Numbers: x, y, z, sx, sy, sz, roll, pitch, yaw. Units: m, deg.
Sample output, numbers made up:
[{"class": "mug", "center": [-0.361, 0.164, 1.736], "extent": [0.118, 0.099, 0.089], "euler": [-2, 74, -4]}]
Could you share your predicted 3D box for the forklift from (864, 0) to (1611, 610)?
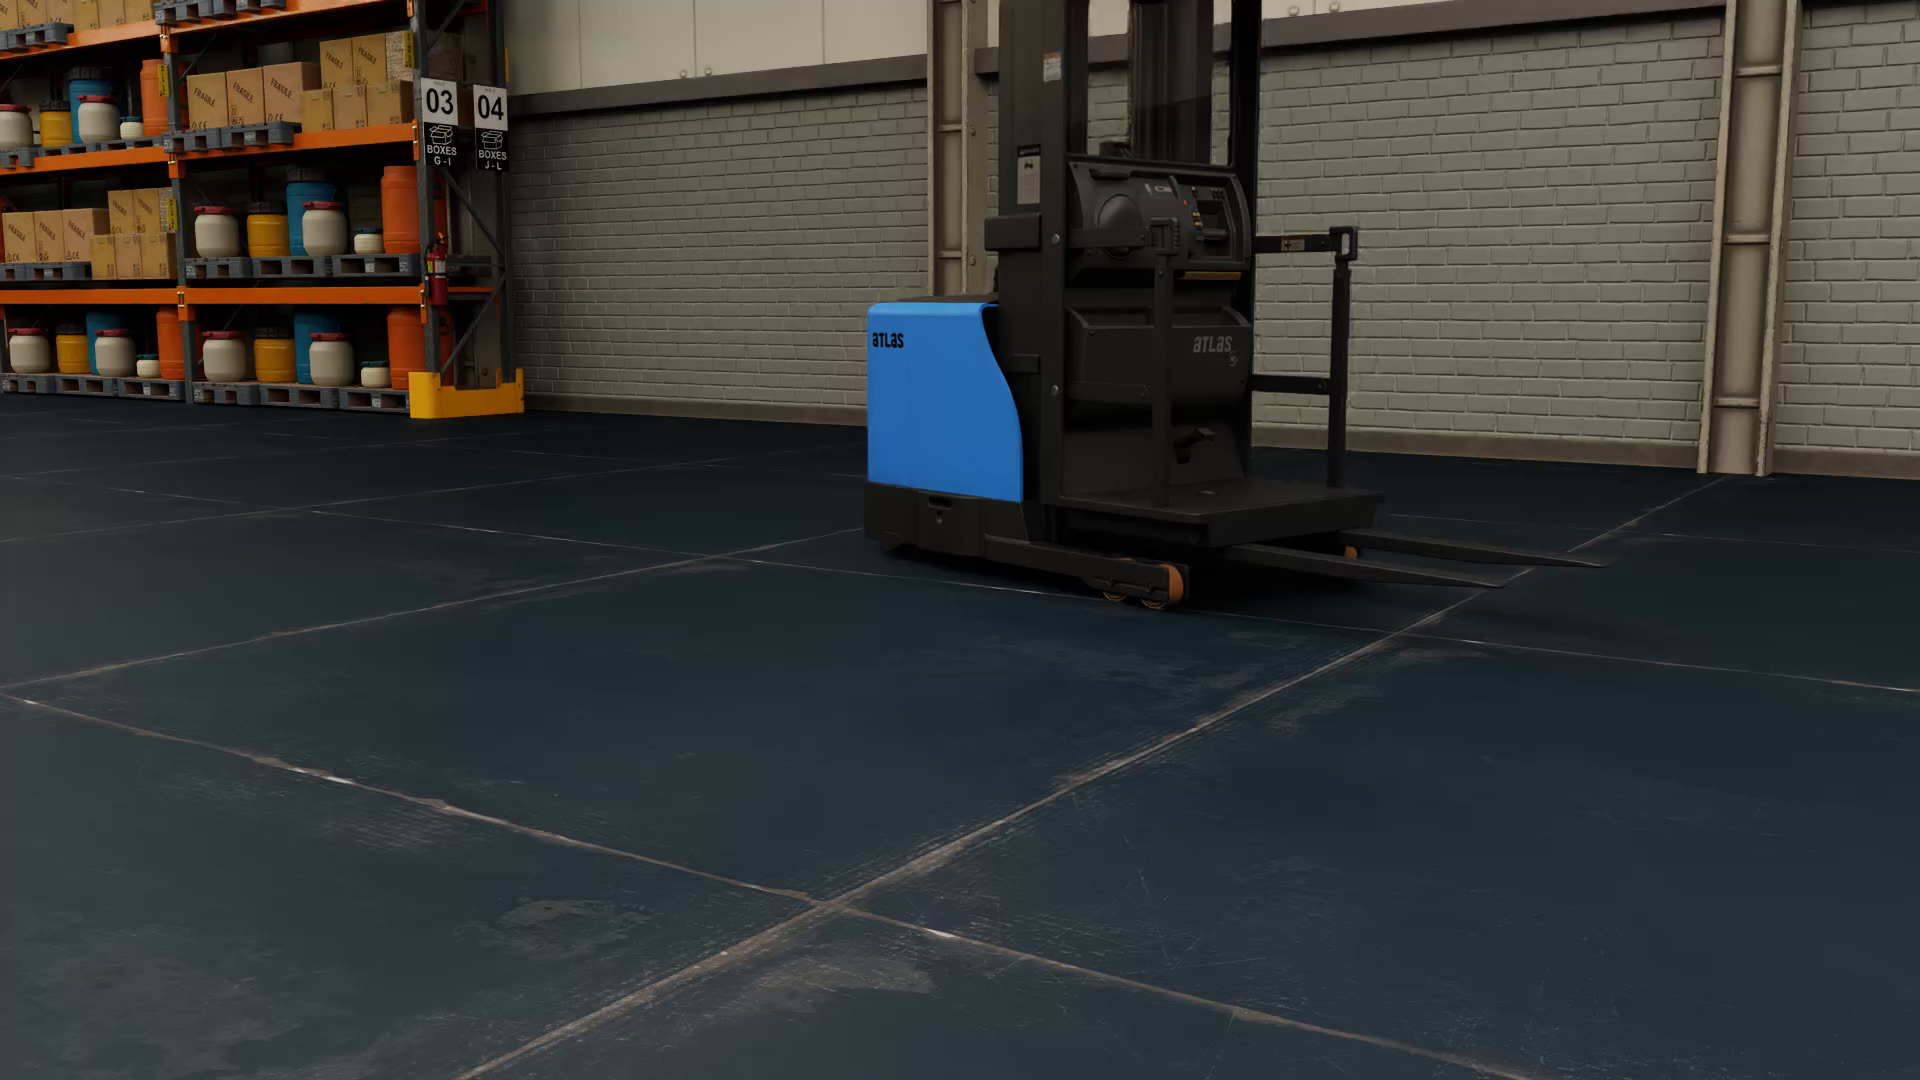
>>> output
[{"class": "forklift", "center": [0.914, -1.284, 6.222], "extent": [1.130, 2.935, 3.031], "euler": [-7, 10, -39]}]
